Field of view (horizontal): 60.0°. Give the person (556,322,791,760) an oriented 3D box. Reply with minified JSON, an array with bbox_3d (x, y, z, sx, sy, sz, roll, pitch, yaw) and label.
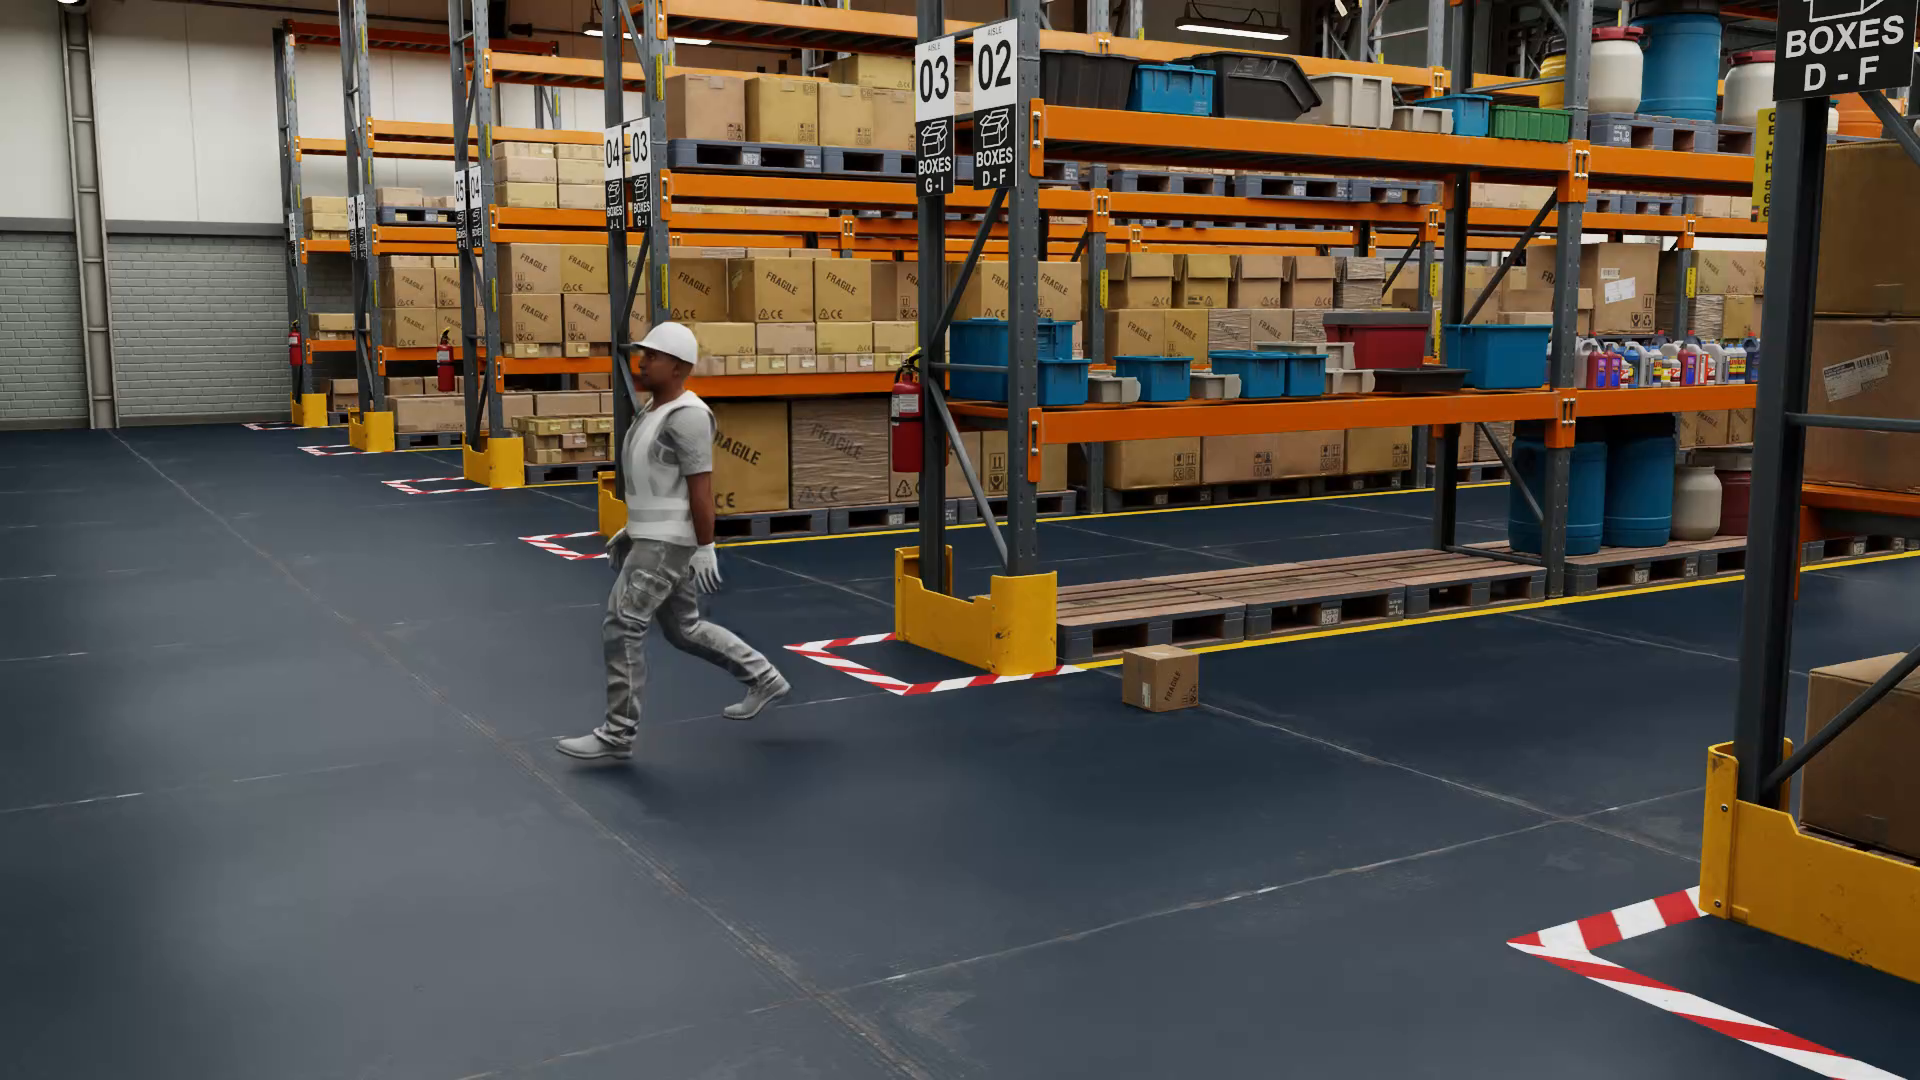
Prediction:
[{"bbox_3d":[-1.166,-0.004,6.747,0.993,1.746,0.546,-3,8,-18],"label":"person"}]
